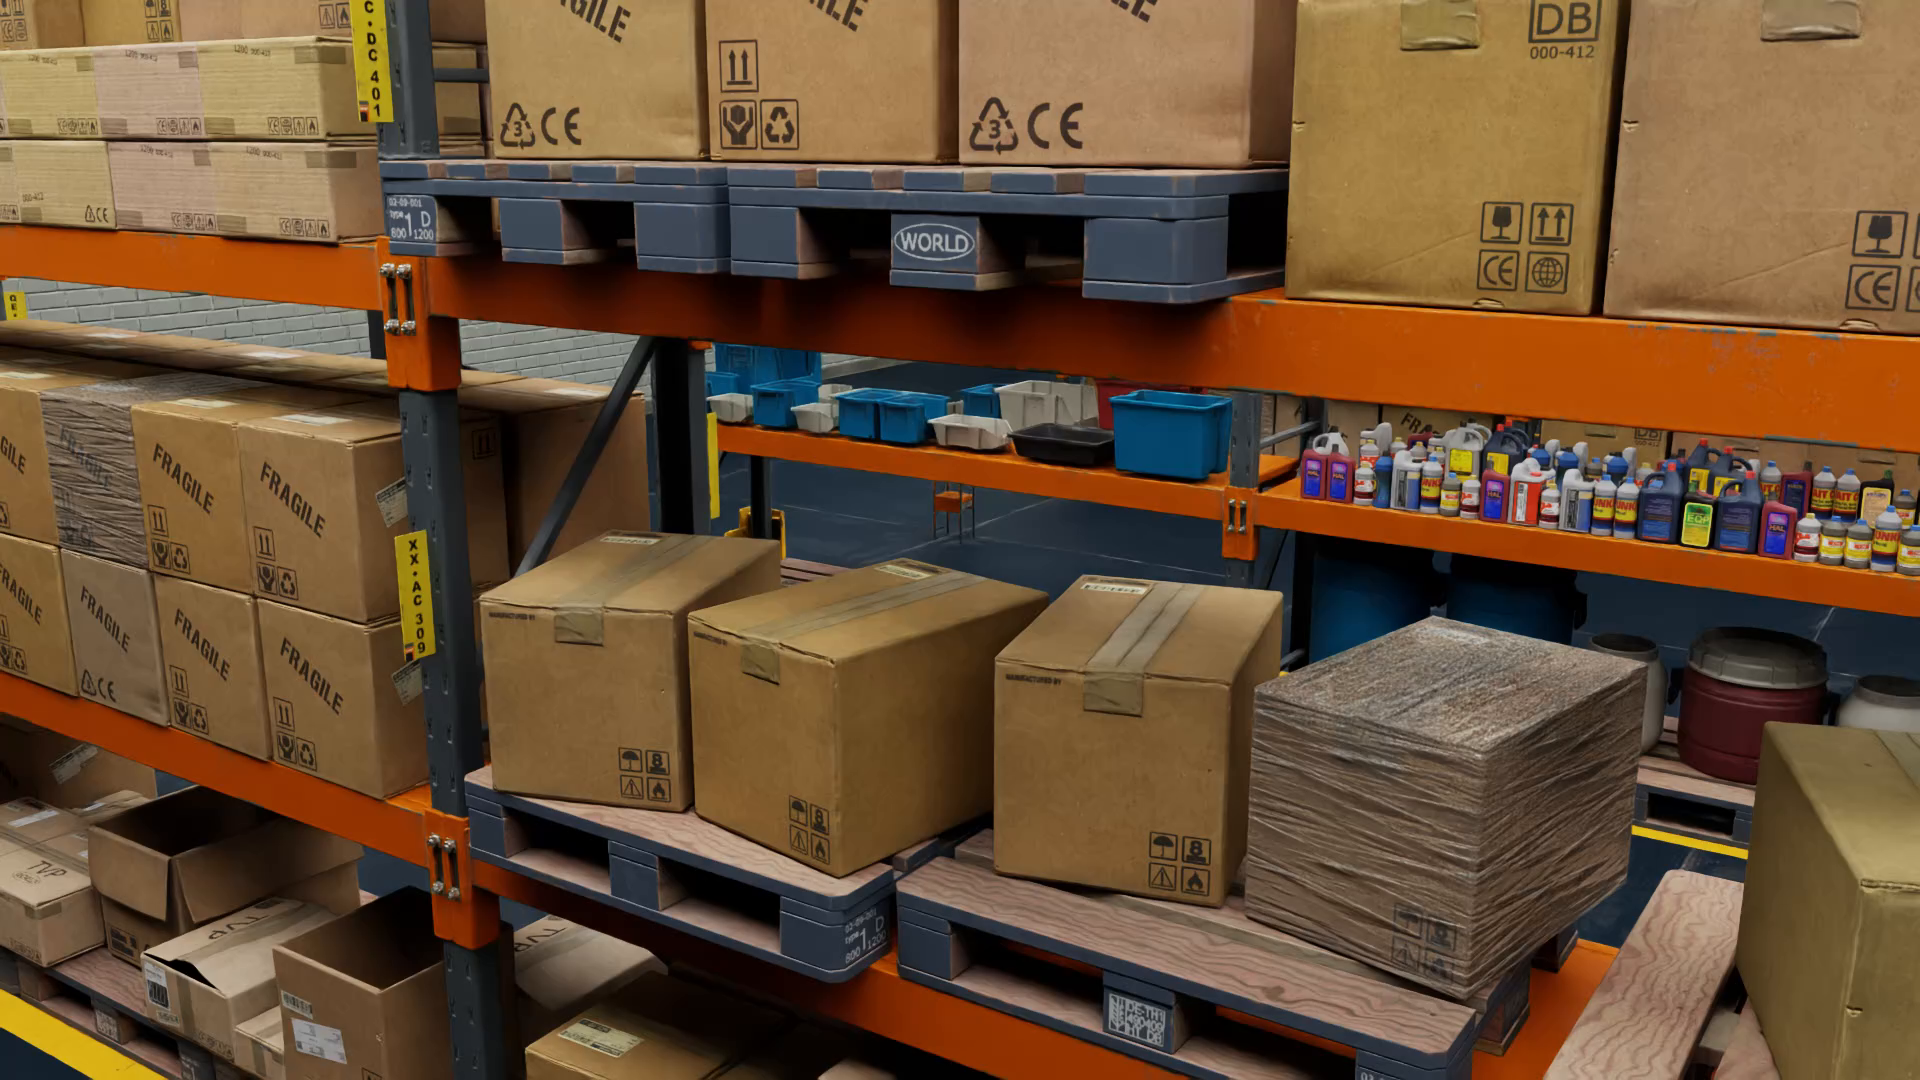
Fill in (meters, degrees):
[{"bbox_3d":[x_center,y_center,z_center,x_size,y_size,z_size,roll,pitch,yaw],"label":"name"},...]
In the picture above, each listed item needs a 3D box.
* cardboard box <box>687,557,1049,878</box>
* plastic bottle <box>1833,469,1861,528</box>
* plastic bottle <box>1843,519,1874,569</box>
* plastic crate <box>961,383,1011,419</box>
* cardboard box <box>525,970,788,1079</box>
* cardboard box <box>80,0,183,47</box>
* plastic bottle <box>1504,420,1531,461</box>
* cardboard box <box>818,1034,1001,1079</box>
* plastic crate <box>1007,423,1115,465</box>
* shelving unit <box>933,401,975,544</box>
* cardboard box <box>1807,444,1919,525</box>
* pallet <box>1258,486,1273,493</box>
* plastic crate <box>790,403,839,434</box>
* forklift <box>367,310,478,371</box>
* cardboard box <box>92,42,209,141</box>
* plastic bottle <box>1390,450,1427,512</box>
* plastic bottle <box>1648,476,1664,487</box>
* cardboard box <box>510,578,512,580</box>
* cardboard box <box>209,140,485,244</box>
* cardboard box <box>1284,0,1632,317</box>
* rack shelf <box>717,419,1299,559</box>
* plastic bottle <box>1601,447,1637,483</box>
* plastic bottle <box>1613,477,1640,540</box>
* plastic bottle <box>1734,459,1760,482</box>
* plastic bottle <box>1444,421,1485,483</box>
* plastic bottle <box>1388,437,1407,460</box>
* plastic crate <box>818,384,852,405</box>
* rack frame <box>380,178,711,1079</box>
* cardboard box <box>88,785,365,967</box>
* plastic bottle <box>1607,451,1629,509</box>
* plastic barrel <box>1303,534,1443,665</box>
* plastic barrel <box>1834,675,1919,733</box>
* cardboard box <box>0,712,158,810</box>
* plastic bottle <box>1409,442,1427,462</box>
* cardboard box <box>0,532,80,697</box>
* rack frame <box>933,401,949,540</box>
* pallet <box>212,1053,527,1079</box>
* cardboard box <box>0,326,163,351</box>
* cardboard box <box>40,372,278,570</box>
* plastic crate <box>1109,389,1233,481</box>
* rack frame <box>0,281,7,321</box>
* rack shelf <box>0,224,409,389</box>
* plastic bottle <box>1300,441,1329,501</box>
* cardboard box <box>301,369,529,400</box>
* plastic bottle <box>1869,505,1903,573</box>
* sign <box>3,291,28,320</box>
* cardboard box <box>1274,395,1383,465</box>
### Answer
[{"bbox_3d":[-0.204,0.387,3.934,0.500,0.500,0.700,13,19,42],"label":"cardboard box"},{"bbox_3d":[4.062,-0.191,7.618,0.097,0.271,0.097,0,14,0],"label":"plastic bottle"},{"bbox_3d":[3.753,0.013,6.941,0.097,0.201,0.097,0,14,0],"label":"plastic bottle"},{"bbox_3d":[0.217,-0.795,10.016,0.300,0.233,0.416,9,17,33],"label":"plastic crate"},{"bbox_3d":[-0.813,1.565,4.544,0.500,0.500,0.500,8,16,30],"label":"cardboard box"},{"bbox_3d":[-2.258,-1.757,5.146,0.500,0.500,0.700,9,17,33],"label":"cardboard box"},{"bbox_3d":[2.788,-0.428,8.414,0.185,0.351,0.144,9,17,33],"label":"plastic bottle"},{"bbox_3d":[0.016,1.335,3.912,0.500,0.250,0.500,9,17,33],"label":"cardboard box"},{"bbox_3d":[0.610,-0.527,9.158,0.590,0.125,0.437,9,17,33],"label":"plastic crate"},{"bbox_3d":[-0.044,-0.517,12.726,0.252,1.050,0.215,9,17,33],"label":"shelving unit"},{"bbox_3d":[6.476,-0.376,11.649,0.875,0.875,1.225,9,17,33],"label":"cardboard box"},{"bbox_3d":[2.849,-0.450,14.202,1.213,0.211,1.003,9,17,33],"label":"pallet"},{"bbox_3d":[-0.826,-0.723,9.927,0.298,0.136,0.250,9,17,33],"label":"plastic crate"},{"bbox_3d":[-4.234,-1.202,11.580,3.031,2.935,1.130,-3,14,-12],"label":"forklift"},{"bbox_3d":[-2.047,-1.253,4.670,0.500,0.250,0.500,9,17,33],"label":"cardboard box"},{"bbox_3d":[2.164,-0.288,8.001,0.135,0.276,0.152,9,17,33],"label":"plastic bottle"},{"bbox_3d":[3.144,-0.161,7.499,0.097,0.271,0.097,0,14,0],"label":"plastic bottle"},{"bbox_3d":[-1.350,0.281,5.238,0.500,0.500,0.500,10,17,34],"label":"cardboard box"},{"bbox_3d":[-1.631,-0.943,4.461,0.500,0.250,0.500,9,17,33],"label":"cardboard box"},{"bbox_3d":[1.005,-0.706,2.982,0.500,0.500,0.910,9,17,33],"label":"cardboard box"},{"bbox_3d":[0.029,-0.454,9.912,4.000,0.370,1.077,9,17,33],"label":"rack shelf"},{"bbox_3d":[3.222,-0.321,8.134,0.135,0.276,0.152,9,17,33],"label":"plastic bottle"},{"bbox_3d":[2.983,-0.145,7.435,0.097,0.271,0.097,0,14,0],"label":"plastic bottle"},{"bbox_3d":[3.679,-0.247,7.836,0.135,0.276,0.152,9,17,33],"label":"plastic bottle"},{"bbox_3d":[2.554,-0.424,8.398,0.185,0.351,0.144,9,17,33],"label":"plastic bottle"},{"bbox_3d":[2.308,-0.440,8.772,0.097,0.201,0.097,0,14,0],"label":"plastic bottle"},{"bbox_3d":[-0.853,-0.899,10.638,0.243,0.136,0.396,9,17,33],"label":"plastic crate"},{"bbox_3d":[-1.079,0.452,4.755,0.127,3.000,1.000,9,17,33],"label":"rack frame"},{"bbox_3d":[-2.641,1.199,6.015,0.637,0.503,0.797,9,17,33],"label":"cardboard box"},{"bbox_3d":[3.168,-0.291,8.024,0.097,0.271,0.097,0,14,0],"label":"plastic bottle"},{"bbox_3d":[2.131,0.356,8.635,0.708,0.901,0.600,9,17,33],"label":"plastic barrel"},{"bbox_3d":[4.074,0.885,7.309,0.421,0.512,0.421,0,14,0],"label":"plastic barrel"},{"bbox_3d":[-3.809,0.939,7.073,0.500,0.500,0.500,9,17,33],"label":"cardboard box"},{"bbox_3d":[2.385,-0.410,8.651,0.097,0.201,0.097,0,14,0],"label":"plastic bottle"},{"bbox_3d":[-2.917,0.183,5.635,0.500,0.500,0.500,9,17,34],"label":"cardboard box"},{"bbox_3d":[-0.146,-0.533,12.792,0.008,1.050,0.200,9,17,33],"label":"rack frame"},{"bbox_3d":[-1.648,1.713,5.462,1.213,0.211,1.003,9,17,33],"label":"pallet"},{"bbox_3d":[-3.455,-0.546,6.497,0.500,0.500,0.500,10,17,34],"label":"cardboard box"},{"bbox_3d":[-2.487,-0.234,5.236,0.500,0.500,0.500,9,17,33],"label":"cardboard box"},{"bbox_3d":[1.111,-0.551,8.715,0.575,0.384,0.392,9,17,33],"label":"plastic crate"},{"bbox_3d":[-4.398,-0.084,6.922,0.127,3.000,1.000,9,17,33],"label":"rack frame"},{"bbox_3d":[-2.738,-0.923,5.564,4.000,0.370,1.077,9,17,33],"label":"rack shelf"},{"bbox_3d":[1.755,-0.344,8.214,0.133,0.283,0.061,9,17,33],"label":"plastic bottle"},{"bbox_3d":[-1.741,-0.270,5.383,0.500,0.500,0.500,9,16,31],"label":"cardboard box"},{"bbox_3d":[3.834,-0.008,6.879,0.097,0.271,0.097,0,14,0],"label":"plastic bottle"},{"bbox_3d":[-4.071,-0.908,7.181,0.005,0.325,0.100,9,17,33],"label":"sign"},{"bbox_3d":[3.203,-0.920,13.846,0.875,0.875,0.875,9,17,33],"label":"cardboard box"}]
